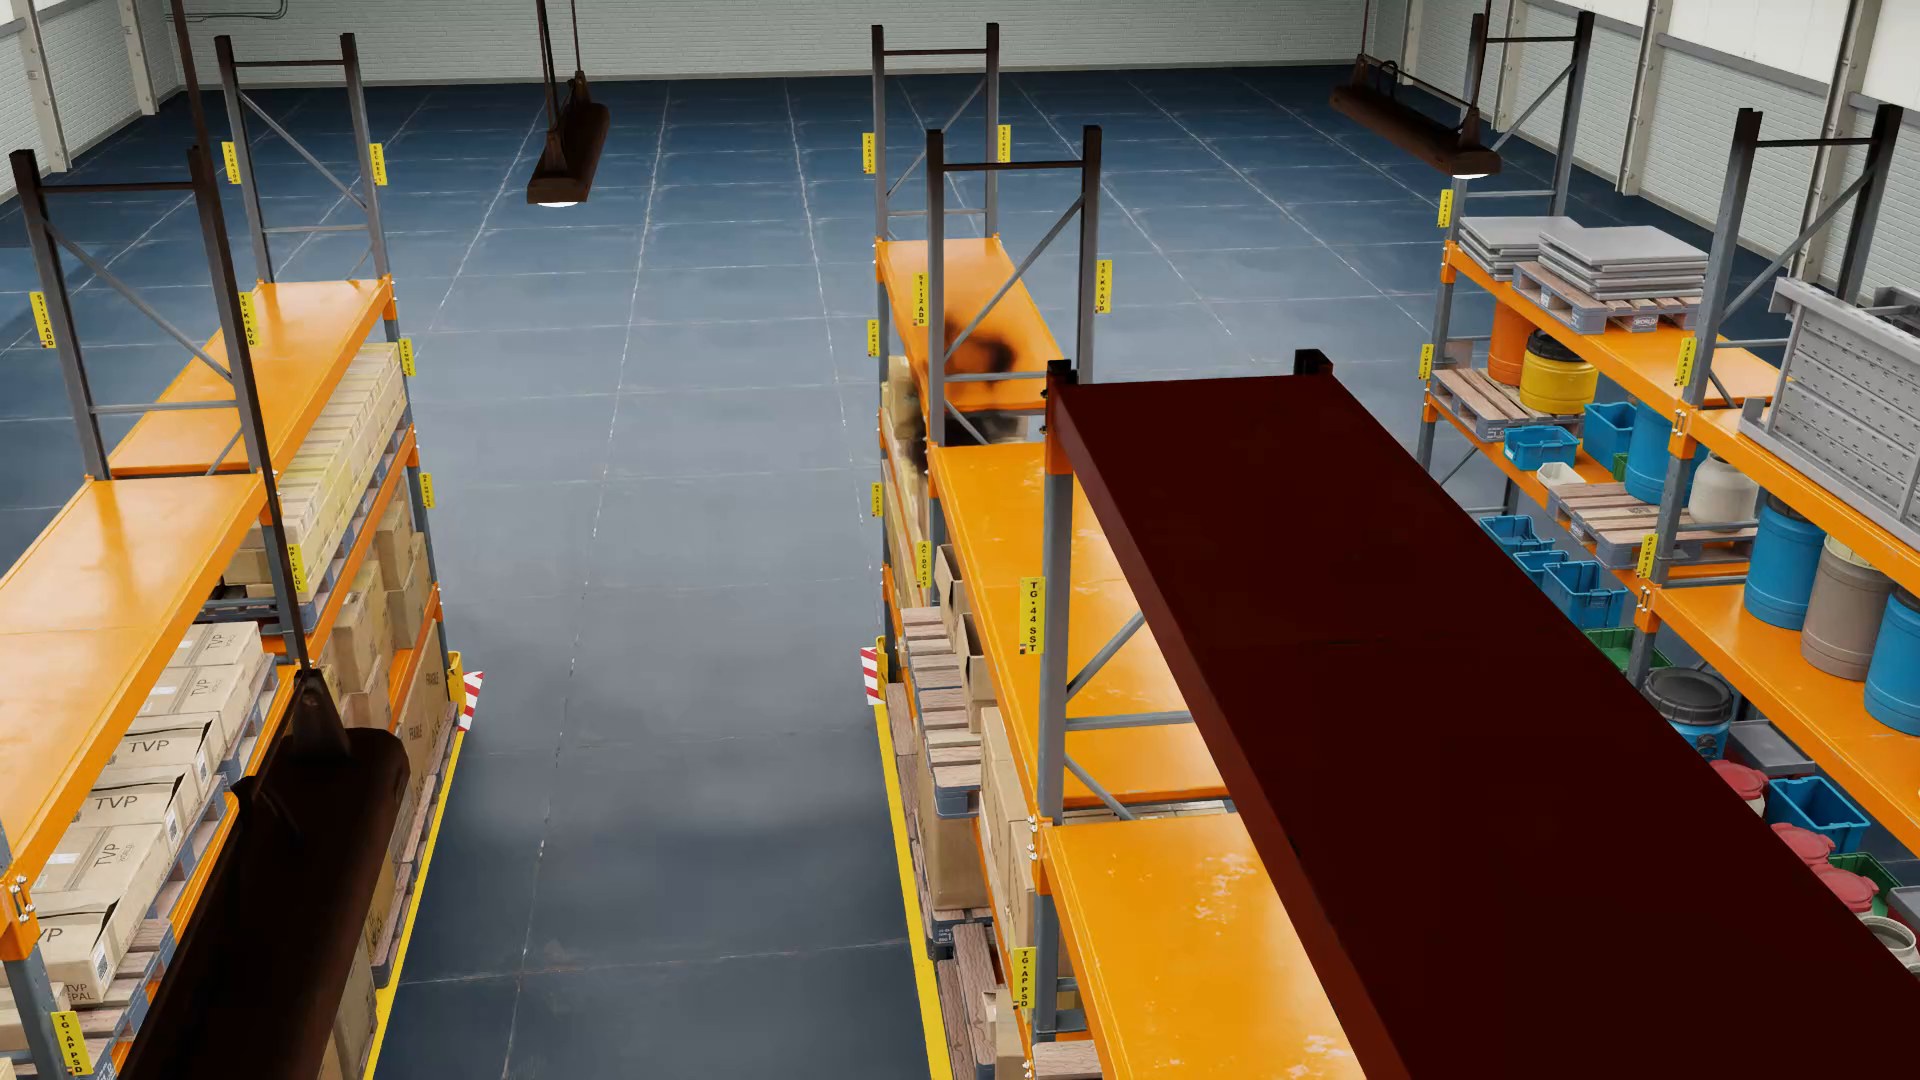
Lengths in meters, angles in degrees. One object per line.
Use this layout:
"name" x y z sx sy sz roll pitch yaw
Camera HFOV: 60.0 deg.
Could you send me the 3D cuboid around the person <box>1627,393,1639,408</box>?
"person" 7.394 -0.934 18.453 0.568 1.742 0.669 9 27 18
